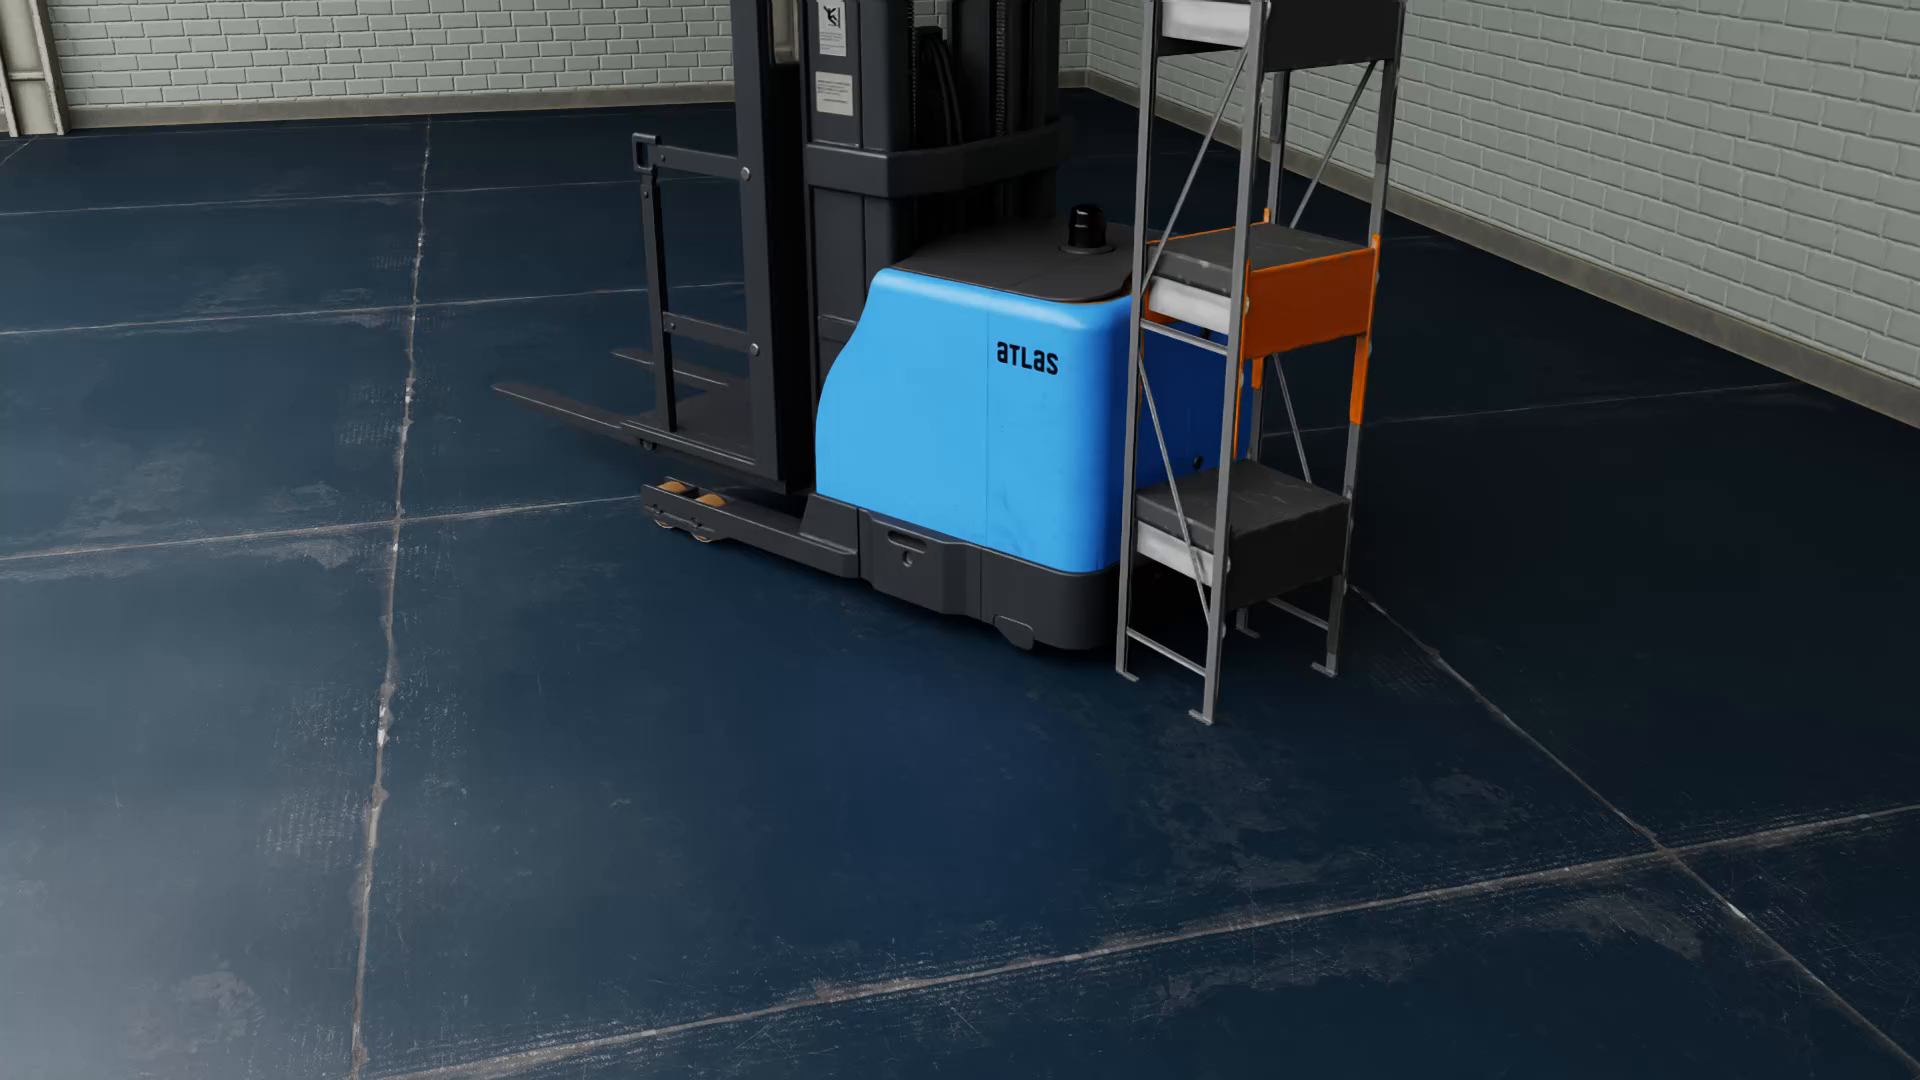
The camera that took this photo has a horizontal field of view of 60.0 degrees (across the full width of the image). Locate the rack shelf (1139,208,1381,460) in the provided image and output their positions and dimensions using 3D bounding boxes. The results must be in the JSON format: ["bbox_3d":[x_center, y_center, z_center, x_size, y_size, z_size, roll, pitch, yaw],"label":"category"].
[{"bbox_3d":[0.776,-0.563,4.432,0.480,0.518,0.431,-16,28,-33],"label":"rack shelf"}]

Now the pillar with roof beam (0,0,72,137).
[{"bbox_3d":[-6.243,-5.788,7.827,0.400,9.000,9.100,-6,24,-14],"label":"pillar with roof beam"}]

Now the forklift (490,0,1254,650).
[{"bbox_3d":[-0.487,-1.480,5.483,3.031,2.935,1.130,18,29,35],"label":"forklift"}]

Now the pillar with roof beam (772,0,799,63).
[{"bbox_3d":[-0.466,-6.427,9.316,0.400,9.000,9.100,-6,24,-14],"label":"pillar with roof beam"}]

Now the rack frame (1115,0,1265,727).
[{"bbox_3d":[0.578,-0.519,4.295,0.015,2.100,0.400,-16,28,-33],"label":"rack frame"}]

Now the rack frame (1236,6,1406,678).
[{"bbox_3d":[0.974,-0.631,4.558,0.015,2.100,0.400,-16,28,-33],"label":"rack frame"}]

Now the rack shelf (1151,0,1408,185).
[{"bbox_3d":[0.777,-1.206,4.157,0.480,0.518,0.431,-16,28,-33],"label":"rack shelf"}]

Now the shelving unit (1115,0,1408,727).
[{"bbox_3d":[0.776,-0.575,4.426,0.503,2.100,0.431,-16,28,-33],"label":"shelving unit"}]

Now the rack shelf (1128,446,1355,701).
[{"bbox_3d":[0.774,0.081,4.707,0.480,0.518,0.431,-16,28,-33],"label":"rack shelf"}]
